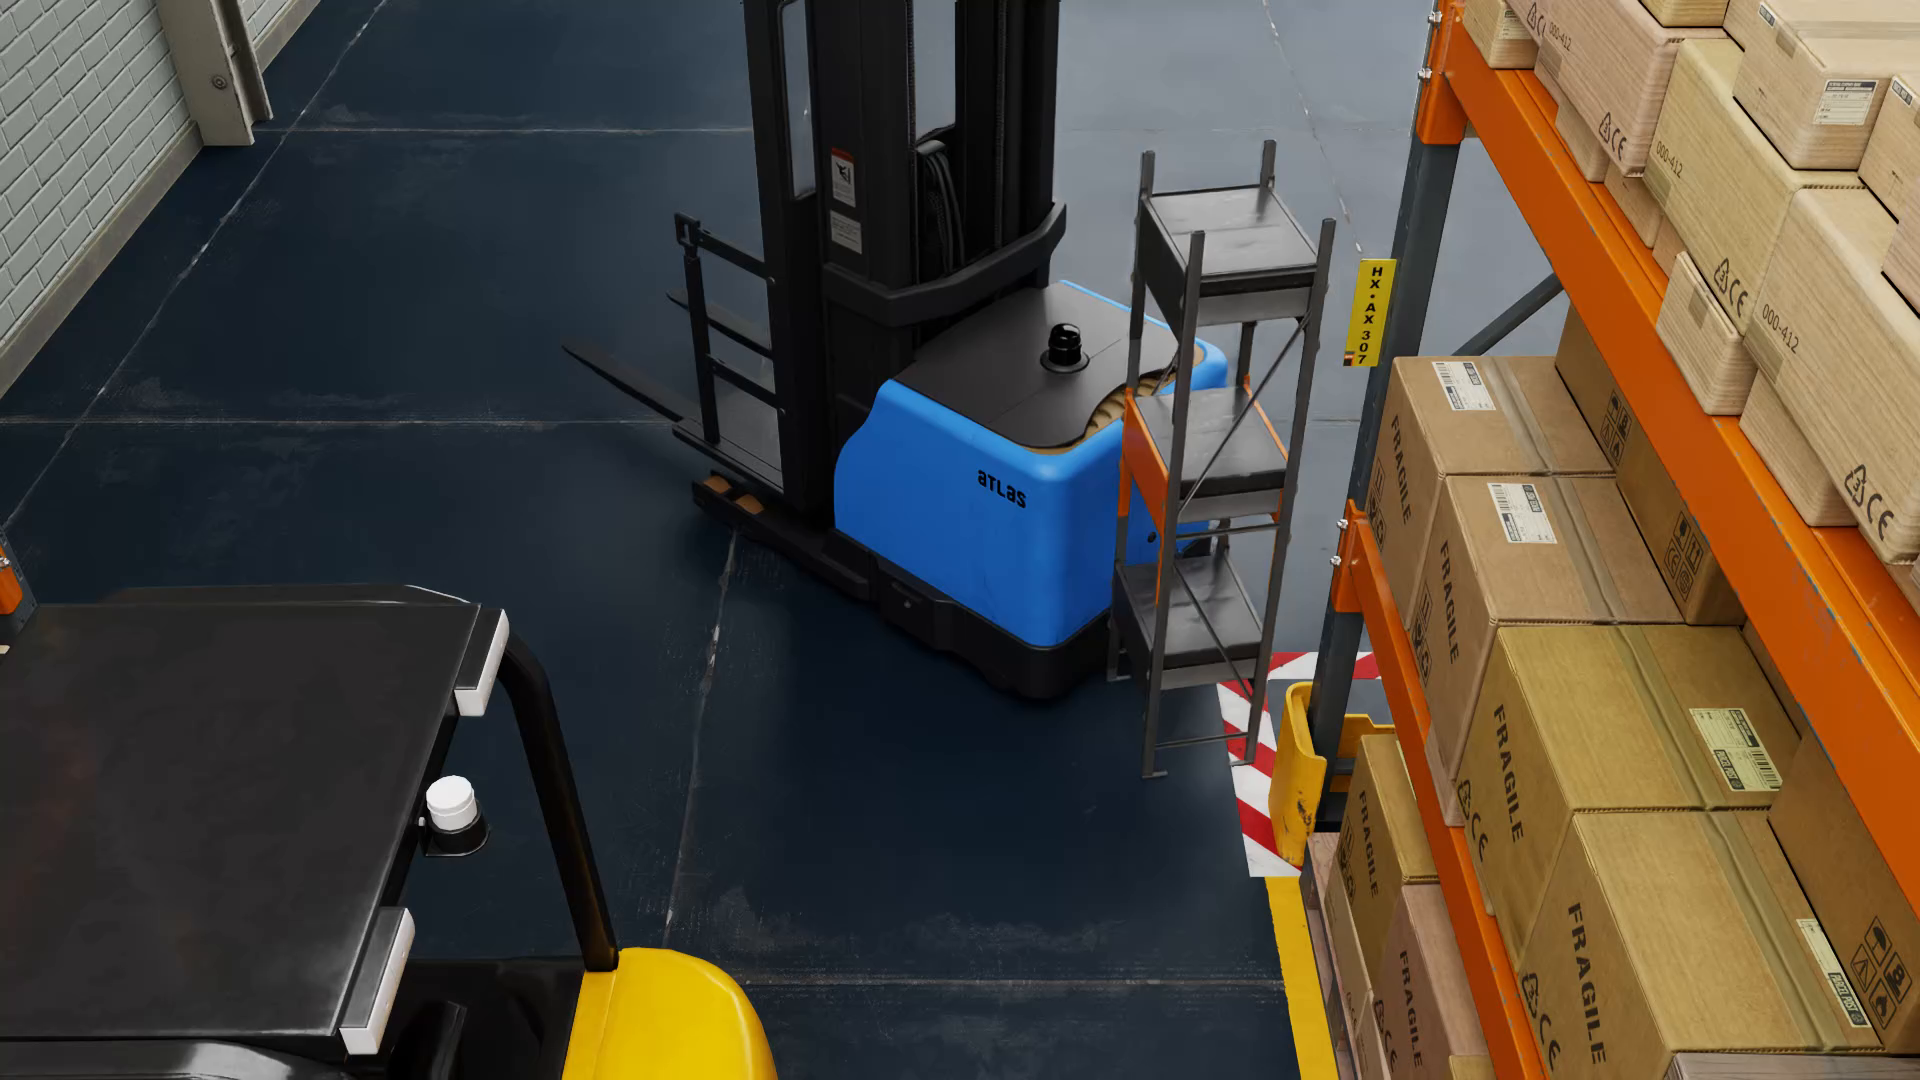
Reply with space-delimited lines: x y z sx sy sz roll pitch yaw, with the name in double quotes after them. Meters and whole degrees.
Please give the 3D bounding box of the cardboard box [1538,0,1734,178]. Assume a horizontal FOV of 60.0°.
1.355 -0.860 2.908 0.500 0.250 0.500 -1 39 -1 "cardboard box"

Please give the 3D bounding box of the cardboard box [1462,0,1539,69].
1.306 -1.126 3.559 0.380 0.149 0.250 0 39 0 "cardboard box"

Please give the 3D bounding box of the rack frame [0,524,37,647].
-3.334 -0.255 4.670 1.000 3.000 0.127 0 39 0 "rack frame"

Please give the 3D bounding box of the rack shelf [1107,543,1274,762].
0.778 0.385 5.730 0.431 0.518 0.480 -7 39 -8 "rack shelf"

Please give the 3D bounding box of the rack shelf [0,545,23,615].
-3.331 1.276 3.334 1.077 0.370 4.000 0 39 0 "rack shelf"

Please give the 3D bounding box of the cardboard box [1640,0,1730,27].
1.307 -0.952 2.703 0.380 0.149 0.250 0 39 0 "cardboard box"

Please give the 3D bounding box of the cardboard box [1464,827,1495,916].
1.345 0.694 3.687 0.380 0.149 0.250 1 39 1 "cardboard box"

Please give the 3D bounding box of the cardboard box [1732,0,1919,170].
1.322 -0.633 2.306 0.380 0.149 0.250 1 39 1 "cardboard box"

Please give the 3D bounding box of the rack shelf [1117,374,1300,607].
0.774 -0.161 5.291 0.431 0.518 0.480 -7 39 -8 "rack shelf"

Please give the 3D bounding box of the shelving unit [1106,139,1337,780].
0.774 -0.172 5.283 0.431 2.100 0.503 -7 39 -8 "shelving unit"

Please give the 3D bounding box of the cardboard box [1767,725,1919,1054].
1.807 0.460 2.660 0.700 0.500 0.500 0 39 0 "cardboard box"

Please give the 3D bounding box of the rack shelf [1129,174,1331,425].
0.770 -0.706 4.853 0.431 0.518 0.480 -7 39 -8 "rack shelf"

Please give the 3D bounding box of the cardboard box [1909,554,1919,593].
1.377 0.101 1.708 0.500 0.250 0.500 -1 39 -1 "cardboard box"

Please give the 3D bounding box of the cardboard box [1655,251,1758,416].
1.311 -0.318 2.551 0.380 0.149 0.250 0 39 0 "cardboard box"

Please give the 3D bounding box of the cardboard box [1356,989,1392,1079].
1.347 1.472 4.378 0.500 0.250 0.500 1 39 2 "cardboard box"

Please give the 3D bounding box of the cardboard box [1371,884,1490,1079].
1.360 1.202 4.115 0.500 0.500 0.500 -1 39 -2 "cardboard box"

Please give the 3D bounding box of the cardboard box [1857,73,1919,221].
1.397 -0.471 2.104 0.380 0.149 0.250 1 39 1 "cardboard box"

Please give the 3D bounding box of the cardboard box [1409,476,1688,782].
1.357 0.204 3.779 0.500 0.500 0.500 1 39 1 "cardboard box"

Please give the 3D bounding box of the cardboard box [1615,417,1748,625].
1.842 -0.171 3.447 0.700 0.500 0.500 0 39 0 "cardboard box"

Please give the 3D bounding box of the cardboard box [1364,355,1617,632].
1.353 -0.120 4.183 0.500 0.500 0.500 -1 39 -1 "cardboard box"

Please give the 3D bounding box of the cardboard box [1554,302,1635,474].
1.849 -0.487 3.842 0.700 0.500 0.500 -1 39 -1 "cardboard box"

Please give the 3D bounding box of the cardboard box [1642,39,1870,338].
1.380 -0.537 2.504 0.500 0.250 0.500 1 39 1 "cardboard box"

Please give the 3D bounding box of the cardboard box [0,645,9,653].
-3.021 0.551 4.727 0.500 0.250 0.500 1 39 1 "cardboard box"

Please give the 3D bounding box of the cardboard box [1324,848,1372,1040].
1.354 1.152 4.776 0.500 0.250 0.500 0 39 0 "cardboard box"

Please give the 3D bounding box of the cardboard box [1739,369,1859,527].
1.352 -0.153 2.345 0.380 0.149 0.250 -1 39 -1 "cardboard box"

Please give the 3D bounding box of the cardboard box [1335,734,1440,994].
1.355 0.875 4.523 0.500 0.500 0.500 -1 39 -2 "cardboard box"

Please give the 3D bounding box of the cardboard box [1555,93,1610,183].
1.361 -0.796 3.147 0.380 0.149 0.250 1 39 1 "cardboard box"

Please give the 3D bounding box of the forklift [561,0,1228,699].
-0.462 -1.374 6.120 3.031 2.935 1.130 30 47 32 "forklift"

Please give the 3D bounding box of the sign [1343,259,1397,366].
1.087 -0.599 4.406 0.100 0.325 0.005 0 39 0 "sign"

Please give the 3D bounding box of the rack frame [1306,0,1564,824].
1.630 -0.261 4.677 1.000 3.000 0.127 0 39 0 "rack frame"

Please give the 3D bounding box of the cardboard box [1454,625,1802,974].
1.359 0.523 3.381 0.500 0.500 0.500 -1 39 -1 "cardboard box"

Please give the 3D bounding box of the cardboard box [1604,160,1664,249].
1.386 -0.641 2.954 0.380 0.149 0.250 0 39 0 "cardboard box"

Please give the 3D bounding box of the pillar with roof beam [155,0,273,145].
0.064 -5.916 6.936 9.100 9.000 0.400 0 39 0 "pillar with roof beam"

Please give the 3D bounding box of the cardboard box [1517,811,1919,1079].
1.367 0.841 2.985 0.500 0.500 0.500 -1 39 -1 "cardboard box"

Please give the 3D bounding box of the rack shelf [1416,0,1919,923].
1.632 0.100 2.404 1.077 0.370 4.000 0 39 0 "rack shelf"

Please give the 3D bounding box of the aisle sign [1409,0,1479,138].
1.320 -1.314 3.913 0.394 0.787 0.004 0 39 0 "aisle sign"

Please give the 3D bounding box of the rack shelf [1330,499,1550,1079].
1.632 1.270 3.342 1.077 0.370 4.000 0 39 0 "rack shelf"

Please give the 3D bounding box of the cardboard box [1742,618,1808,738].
1.945 0.148 3.049 0.700 0.500 0.500 0 39 -1 "cardboard box"

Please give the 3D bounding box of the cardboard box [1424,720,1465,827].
1.311 0.532 3.889 0.380 0.149 0.250 1 39 1 "cardboard box"

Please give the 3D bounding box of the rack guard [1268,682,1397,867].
1.630 0.762 5.400 1.175 0.500 0.348 0 39 0 "rack guard"

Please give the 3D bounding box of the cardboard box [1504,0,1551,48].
1.364 -1.175 3.301 0.500 0.250 0.500 -1 39 -1 "cardboard box"

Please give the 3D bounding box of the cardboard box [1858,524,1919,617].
1.423 0.004 2.149 0.380 0.149 0.250 0 39 0 "cardboard box"

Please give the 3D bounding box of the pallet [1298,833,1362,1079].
1.596 1.382 4.856 1.003 0.211 1.213 0 39 0 "pallet"

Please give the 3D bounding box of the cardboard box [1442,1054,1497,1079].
1.352 1.515 3.724 0.500 0.500 0.500 1 39 1 "cardboard box"

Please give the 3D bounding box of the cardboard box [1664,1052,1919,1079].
1.373 1.161 2.585 0.500 0.500 0.500 1 39 1 "cardboard box"

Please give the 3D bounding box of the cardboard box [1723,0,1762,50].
1.403 -0.797 2.510 0.380 0.149 0.250 0 39 0 "cardboard box"

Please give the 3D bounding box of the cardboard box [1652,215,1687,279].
1.391 -0.475 2.747 0.380 0.149 0.250 -1 39 -1 "cardboard box"

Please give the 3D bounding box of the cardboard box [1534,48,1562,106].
1.395 -0.962 3.354 0.380 0.149 0.250 -1 39 -1 "cardboard box"

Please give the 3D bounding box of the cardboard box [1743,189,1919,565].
1.361 -0.216 2.105 0.500 0.250 0.500 1 39 1 "cardboard box"

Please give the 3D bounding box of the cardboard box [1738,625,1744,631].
1.902 0.236 3.739 0.500 0.500 0.500 0 39 0 "cardboard box"

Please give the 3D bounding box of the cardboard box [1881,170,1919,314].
1.319 -0.311 1.904 0.380 0.149 0.250 0 39 1 "cardboard box"

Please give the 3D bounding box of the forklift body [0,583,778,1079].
-1.507 1.260 3.457 2.313 2.155 1.214 0 39 0 "forklift body"

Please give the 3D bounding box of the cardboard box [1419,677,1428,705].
1.357 0.373 4.087 0.380 0.149 0.250 -1 39 -1 "cardboard box"

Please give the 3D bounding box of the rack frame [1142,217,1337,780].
0.818 -0.021 5.095 0.400 2.100 0.015 -7 39 -8 "rack frame"

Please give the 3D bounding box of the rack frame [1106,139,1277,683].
0.730 -0.322 5.470 0.400 2.100 0.015 -7 39 -8 "rack frame"
